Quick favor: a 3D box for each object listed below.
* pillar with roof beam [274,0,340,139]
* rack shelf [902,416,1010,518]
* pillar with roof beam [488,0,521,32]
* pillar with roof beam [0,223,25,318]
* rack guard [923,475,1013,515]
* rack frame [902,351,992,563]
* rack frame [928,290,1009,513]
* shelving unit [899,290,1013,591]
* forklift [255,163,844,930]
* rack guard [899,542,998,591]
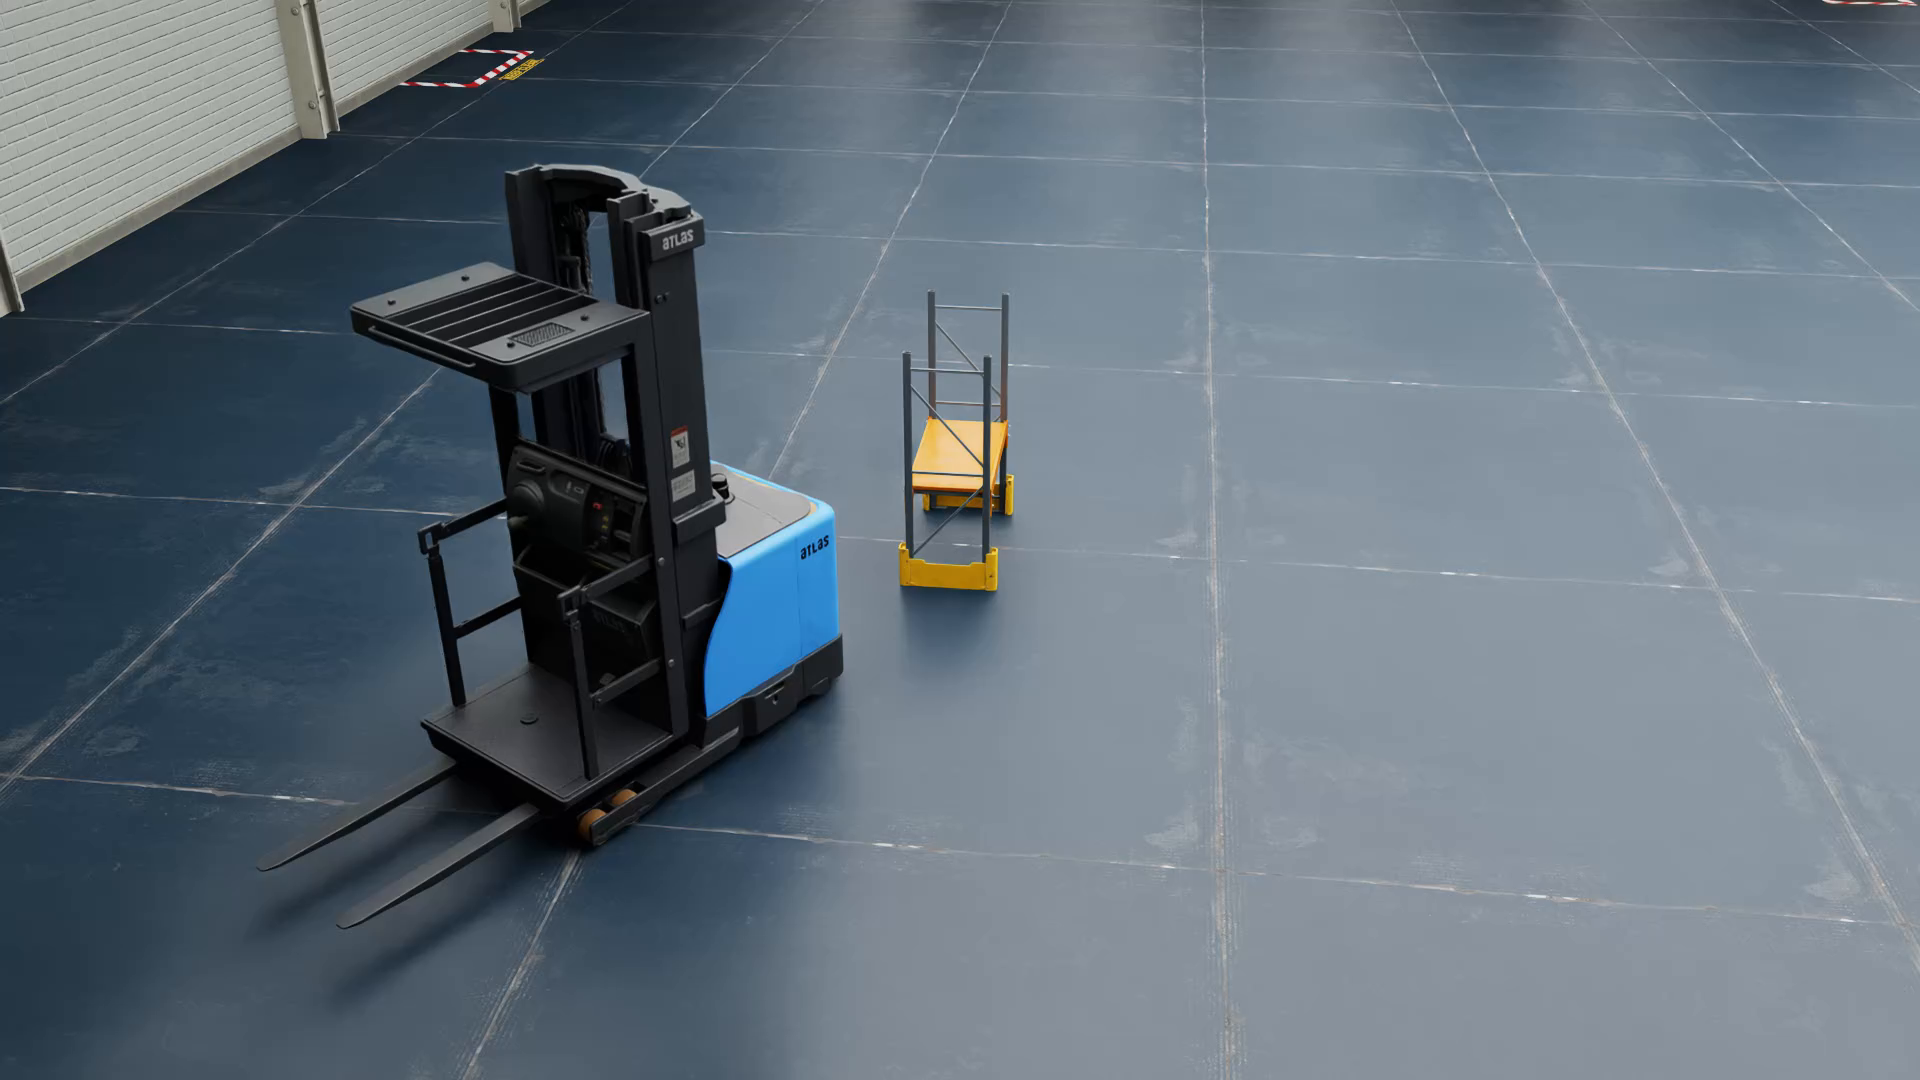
[{"bbox_3d":[-3.148,-8.419,16.682,9.100,9.000,0.400,3,28,6],"label":"pillar with roof beam"},{"bbox_3d":[-0.010,-0.462,10.197,0.538,0.185,1.000,3,28,6],"label":"rack shelf"},{"bbox_3d":[-2.413,-11.243,21.924,9.100,9.000,0.400,3,28,6],"label":"pillar with roof beam"},{"bbox_3d":[-3.883,-5.595,11.439,9.100,9.000,0.400,3,28,6],"label":"pillar with roof beam"},{"bbox_3d":[0.052,-0.309,10.851,0.587,0.250,0.087,3,28,6],"label":"rack guard"},{"bbox_3d":[-0.073,-0.381,9.668,0.500,1.500,0.032,3,28,6],"label":"rack frame"},{"bbox_3d":[0.052,-0.859,10.556,0.500,1.500,0.032,3,28,6],"label":"rack frame"},{"bbox_3d":[-0.009,-0.624,10.120,0.587,1.500,1.083,3,28,6],"label":"shelving unit"},{"bbox_3d":[-1.937,-0.114,7.663,1.130,2.935,3.031,20,34,33],"label":"forklift"},{"bbox_3d":[-0.070,0.160,9.981,0.587,0.250,0.087,3,28,6],"label":"rack guard"}]
